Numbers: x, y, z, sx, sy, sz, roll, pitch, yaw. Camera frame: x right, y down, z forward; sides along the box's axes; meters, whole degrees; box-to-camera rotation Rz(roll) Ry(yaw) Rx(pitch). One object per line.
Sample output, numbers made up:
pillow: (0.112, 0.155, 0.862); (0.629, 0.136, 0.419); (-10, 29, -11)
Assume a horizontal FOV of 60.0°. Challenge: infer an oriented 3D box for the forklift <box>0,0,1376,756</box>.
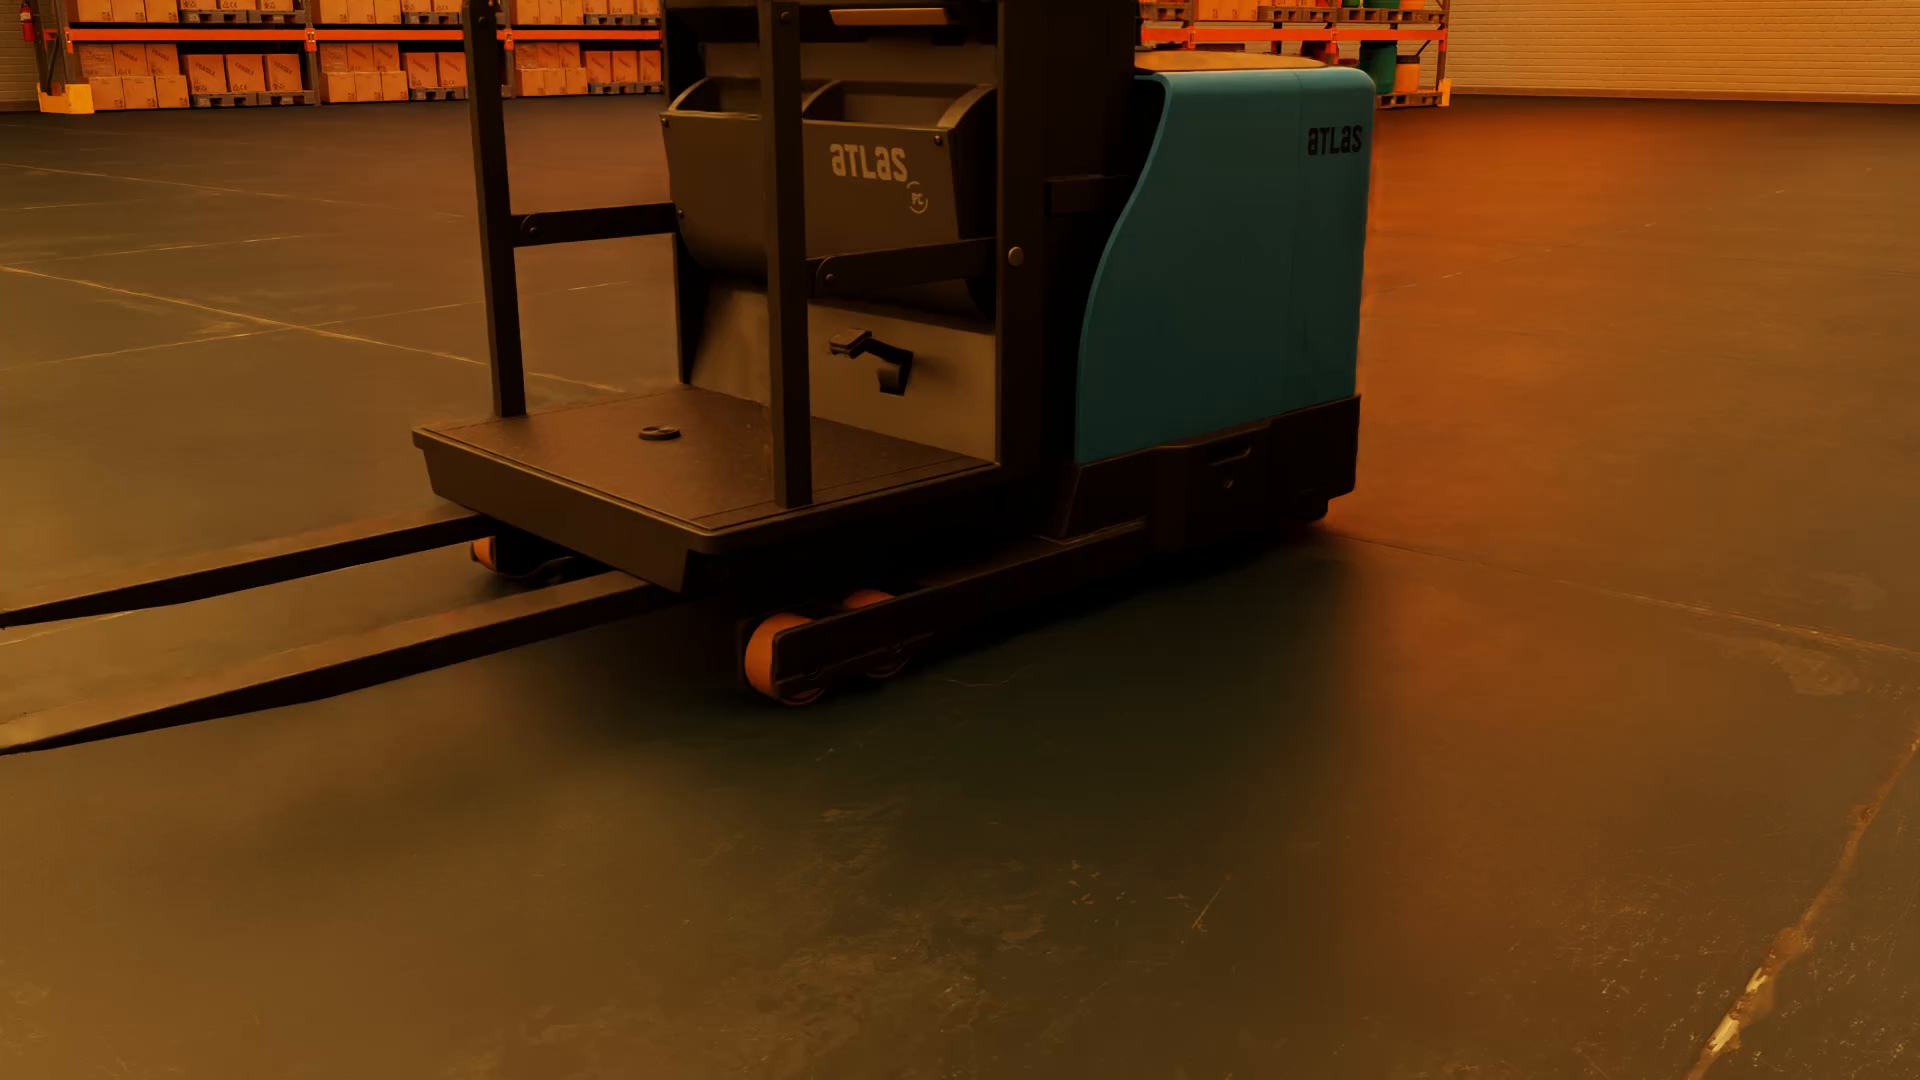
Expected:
forklift: (-0.438, -1.275, 3.098); (3.031, 2.935, 1.130); (-15, 23, -41)
